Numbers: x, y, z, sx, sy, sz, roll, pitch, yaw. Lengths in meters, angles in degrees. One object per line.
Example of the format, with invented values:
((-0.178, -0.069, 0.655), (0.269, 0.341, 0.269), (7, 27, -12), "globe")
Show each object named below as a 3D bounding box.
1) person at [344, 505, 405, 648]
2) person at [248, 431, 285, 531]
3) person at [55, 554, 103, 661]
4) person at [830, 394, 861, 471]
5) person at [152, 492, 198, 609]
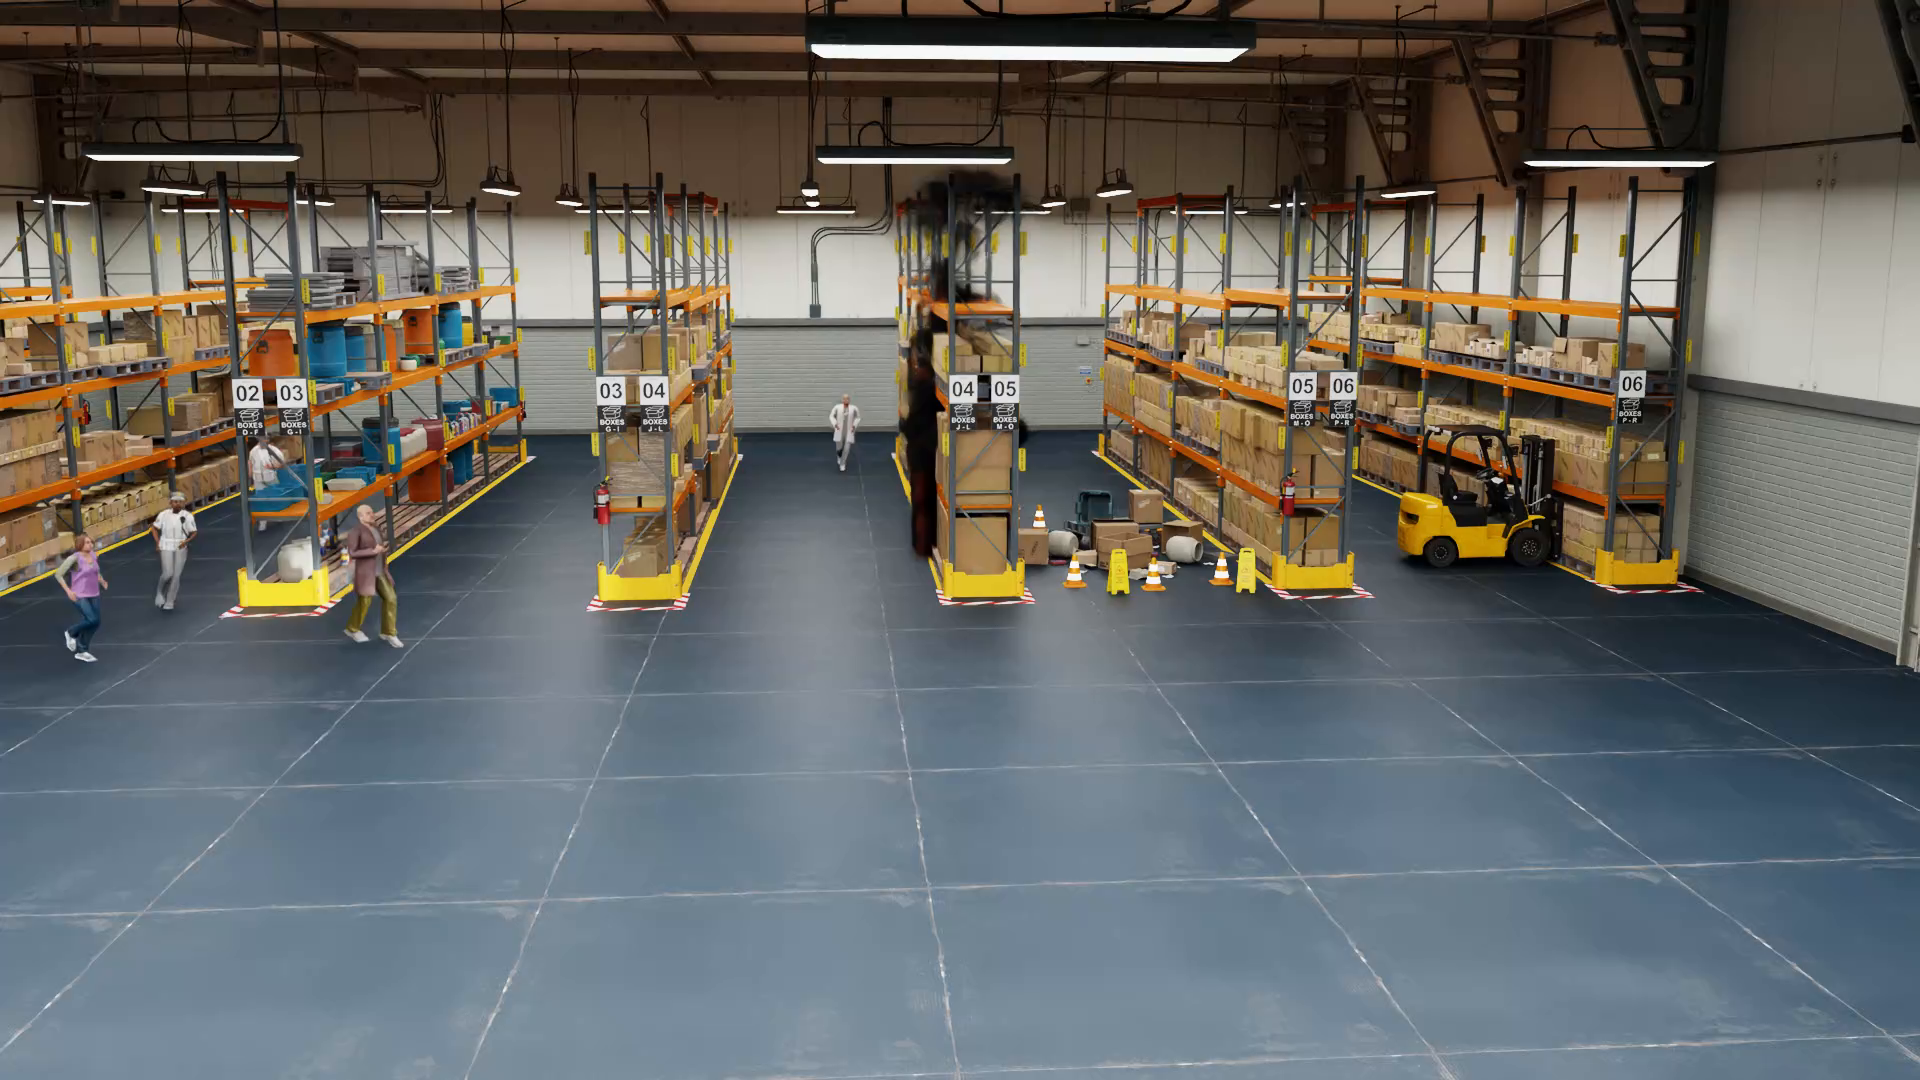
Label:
((-7.440, 0.464, 20.927), (0.842, 1.841, 0.692), (5, 11, 25), "person")
((-12.401, -1.086, 29.720), (0.673, 1.755, 0.902), (-2, 10, -9), "person")
((-10.693, 0.811, 20.329), (0.495, 1.332, 0.548), (3, 10, 14), "person")
((-2.597, -2.449, 37.663), (0.699, 1.727, 0.665), (0, 10, -2), "person")
((-10.938, 0.146, 23.174), (0.604, 1.646, 0.521), (-6, 11, -29), "person")
